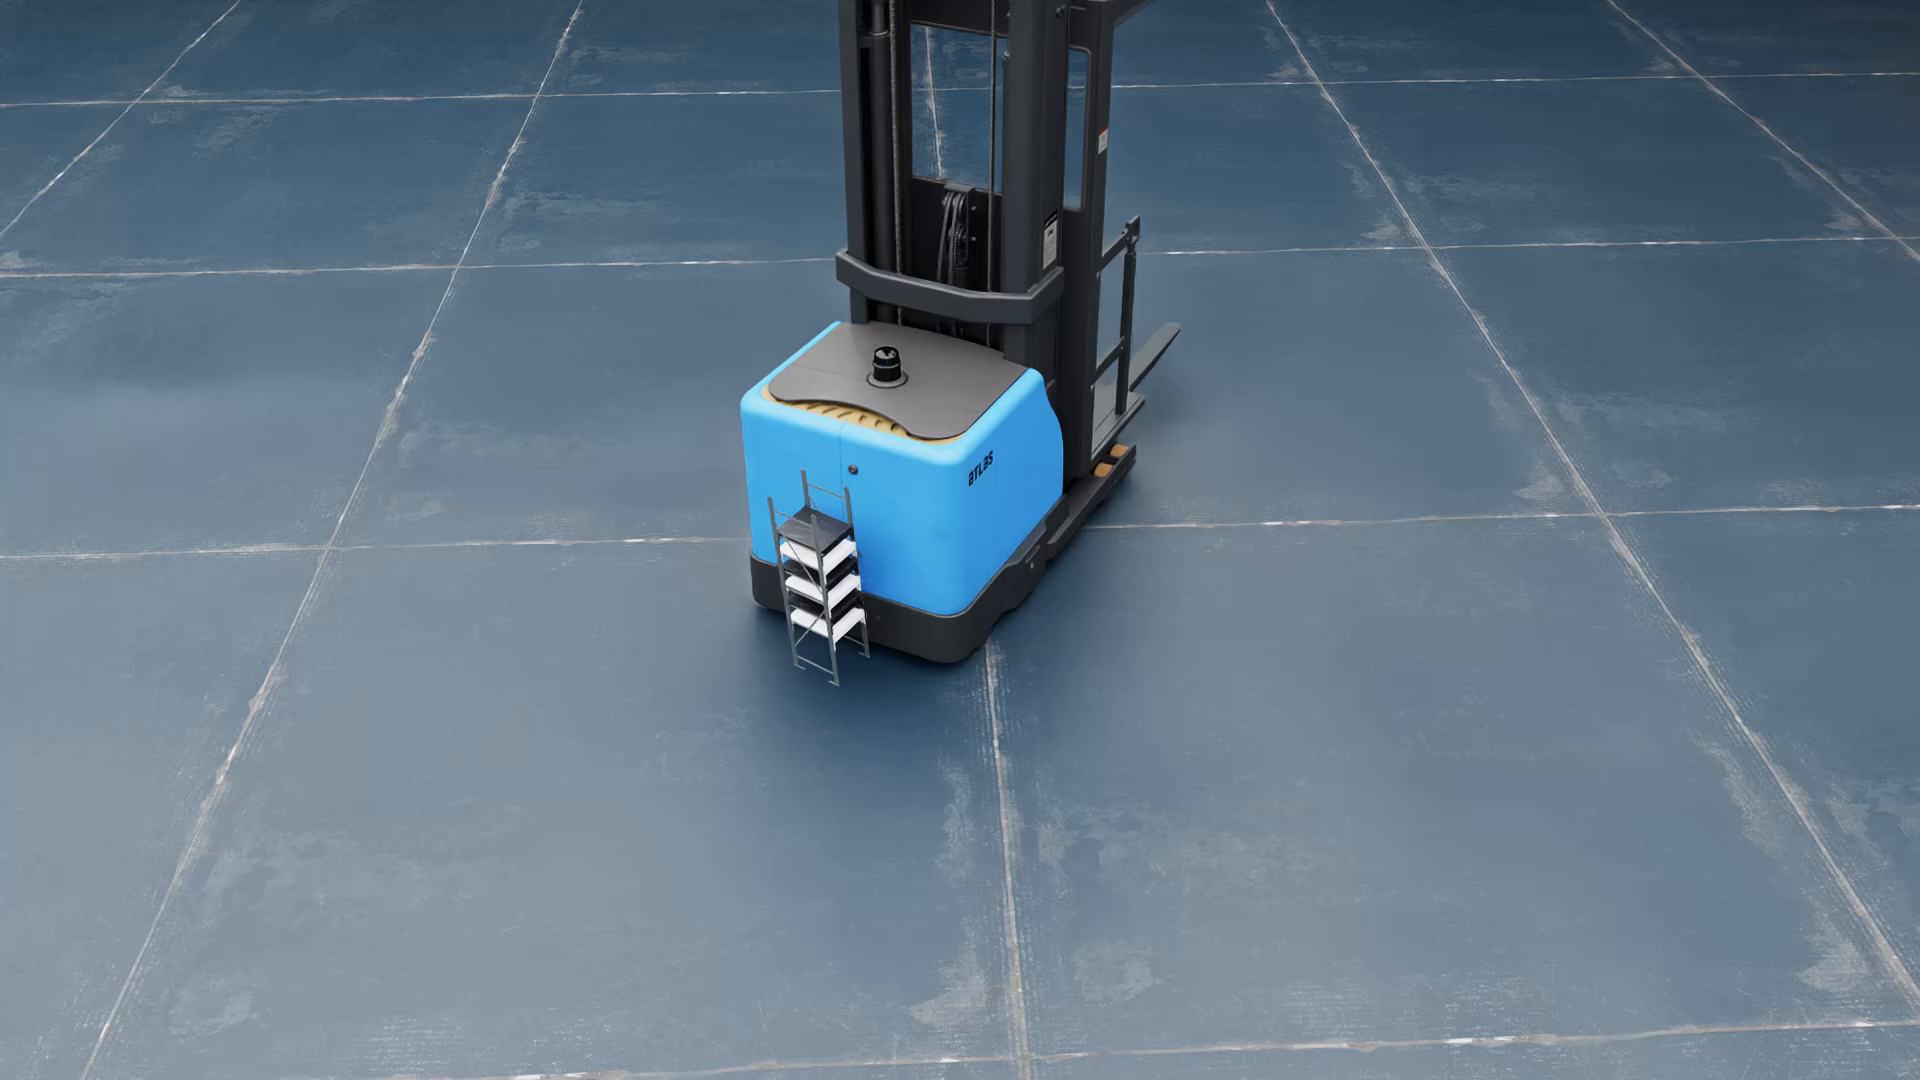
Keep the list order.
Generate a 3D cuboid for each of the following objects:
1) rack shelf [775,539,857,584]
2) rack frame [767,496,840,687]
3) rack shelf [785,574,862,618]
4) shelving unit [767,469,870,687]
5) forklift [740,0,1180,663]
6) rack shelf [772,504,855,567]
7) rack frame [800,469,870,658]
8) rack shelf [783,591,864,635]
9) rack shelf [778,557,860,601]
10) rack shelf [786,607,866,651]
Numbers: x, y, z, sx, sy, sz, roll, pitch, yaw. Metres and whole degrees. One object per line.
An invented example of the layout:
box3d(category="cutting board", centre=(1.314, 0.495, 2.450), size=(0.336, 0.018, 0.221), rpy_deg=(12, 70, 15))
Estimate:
box3d(category="rack shelf", centre=(-0.571, 0.049, 6.617), size=(0.258, 0.077, 0.200), rpy_deg=(22, 46, 28))
box3d(category="rack frame", centre=(-0.621, 0.218, 6.647), size=(0.240, 0.900, 0.006), rpy_deg=(22, 46, 28))
box3d(category="rack shelf", centre=(-0.561, 0.189, 6.730), size=(0.258, 0.077, 0.200), rpy_deg=(22, 46, 28))
box3d(category="shelving unit", centre=(-0.563, 0.163, 6.709), size=(0.258, 0.900, 0.210), rpy_deg=(22, 46, 28))
box3d(category="forklift", centre=(0.213, -1.517, 7.366), size=(1.130, 2.935, 3.031), rpy_deg=(16, 38, 22))
box3d(category="rack shelf", centre=(-0.576, -0.020, 6.560), size=(0.258, 0.077, 0.200), rpy_deg=(22, 46, 28))
box3d(category="rack frame", centre=(-0.504, 0.108, 6.772), size=(0.240, 0.900, 0.006), rpy_deg=(22, 46, 28))
box3d(category="rack shelf", centre=(-0.556, 0.258, 6.787), size=(0.258, 0.077, 0.200), rpy_deg=(22, 46, 28))
box3d(category="rack shelf", centre=(-0.566, 0.119, 6.674), size=(0.258, 0.077, 0.200), rpy_deg=(22, 46, 28))
box3d(category="rack shelf", centre=(-0.551, 0.328, 6.844), size=(0.258, 0.077, 0.200), rpy_deg=(22, 46, 28))
